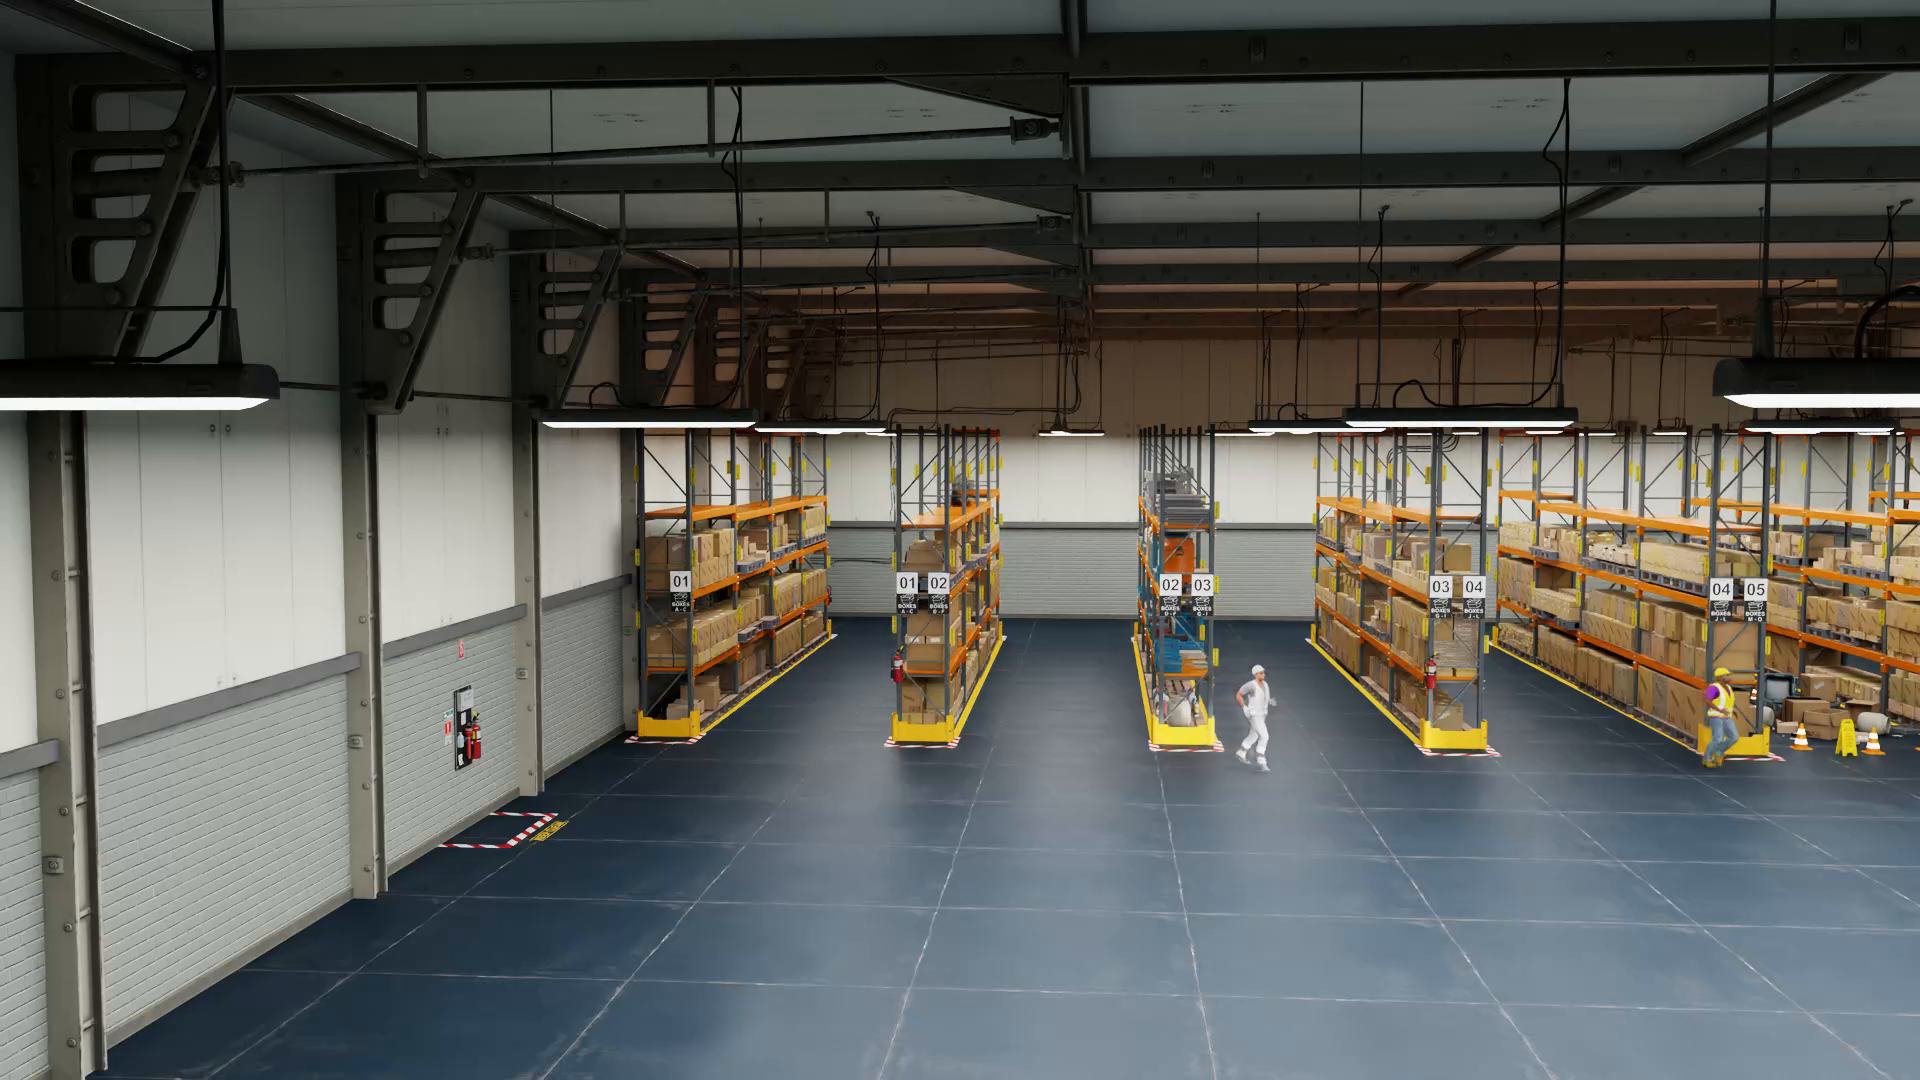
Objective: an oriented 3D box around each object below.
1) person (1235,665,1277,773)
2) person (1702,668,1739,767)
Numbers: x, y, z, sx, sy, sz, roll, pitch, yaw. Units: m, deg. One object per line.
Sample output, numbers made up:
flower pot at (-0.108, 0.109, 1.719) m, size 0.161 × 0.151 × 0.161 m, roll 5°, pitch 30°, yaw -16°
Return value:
person at (5.119, 3.074, 28.822) m, size 0.787 × 1.843 × 0.637 m, roll 3°, pitch 5°, yaw 42°
person at (13.298, 3.093, 28.966) m, size 0.781 × 1.723 × 0.569 m, roll -2°, pitch 4°, yaw -28°
